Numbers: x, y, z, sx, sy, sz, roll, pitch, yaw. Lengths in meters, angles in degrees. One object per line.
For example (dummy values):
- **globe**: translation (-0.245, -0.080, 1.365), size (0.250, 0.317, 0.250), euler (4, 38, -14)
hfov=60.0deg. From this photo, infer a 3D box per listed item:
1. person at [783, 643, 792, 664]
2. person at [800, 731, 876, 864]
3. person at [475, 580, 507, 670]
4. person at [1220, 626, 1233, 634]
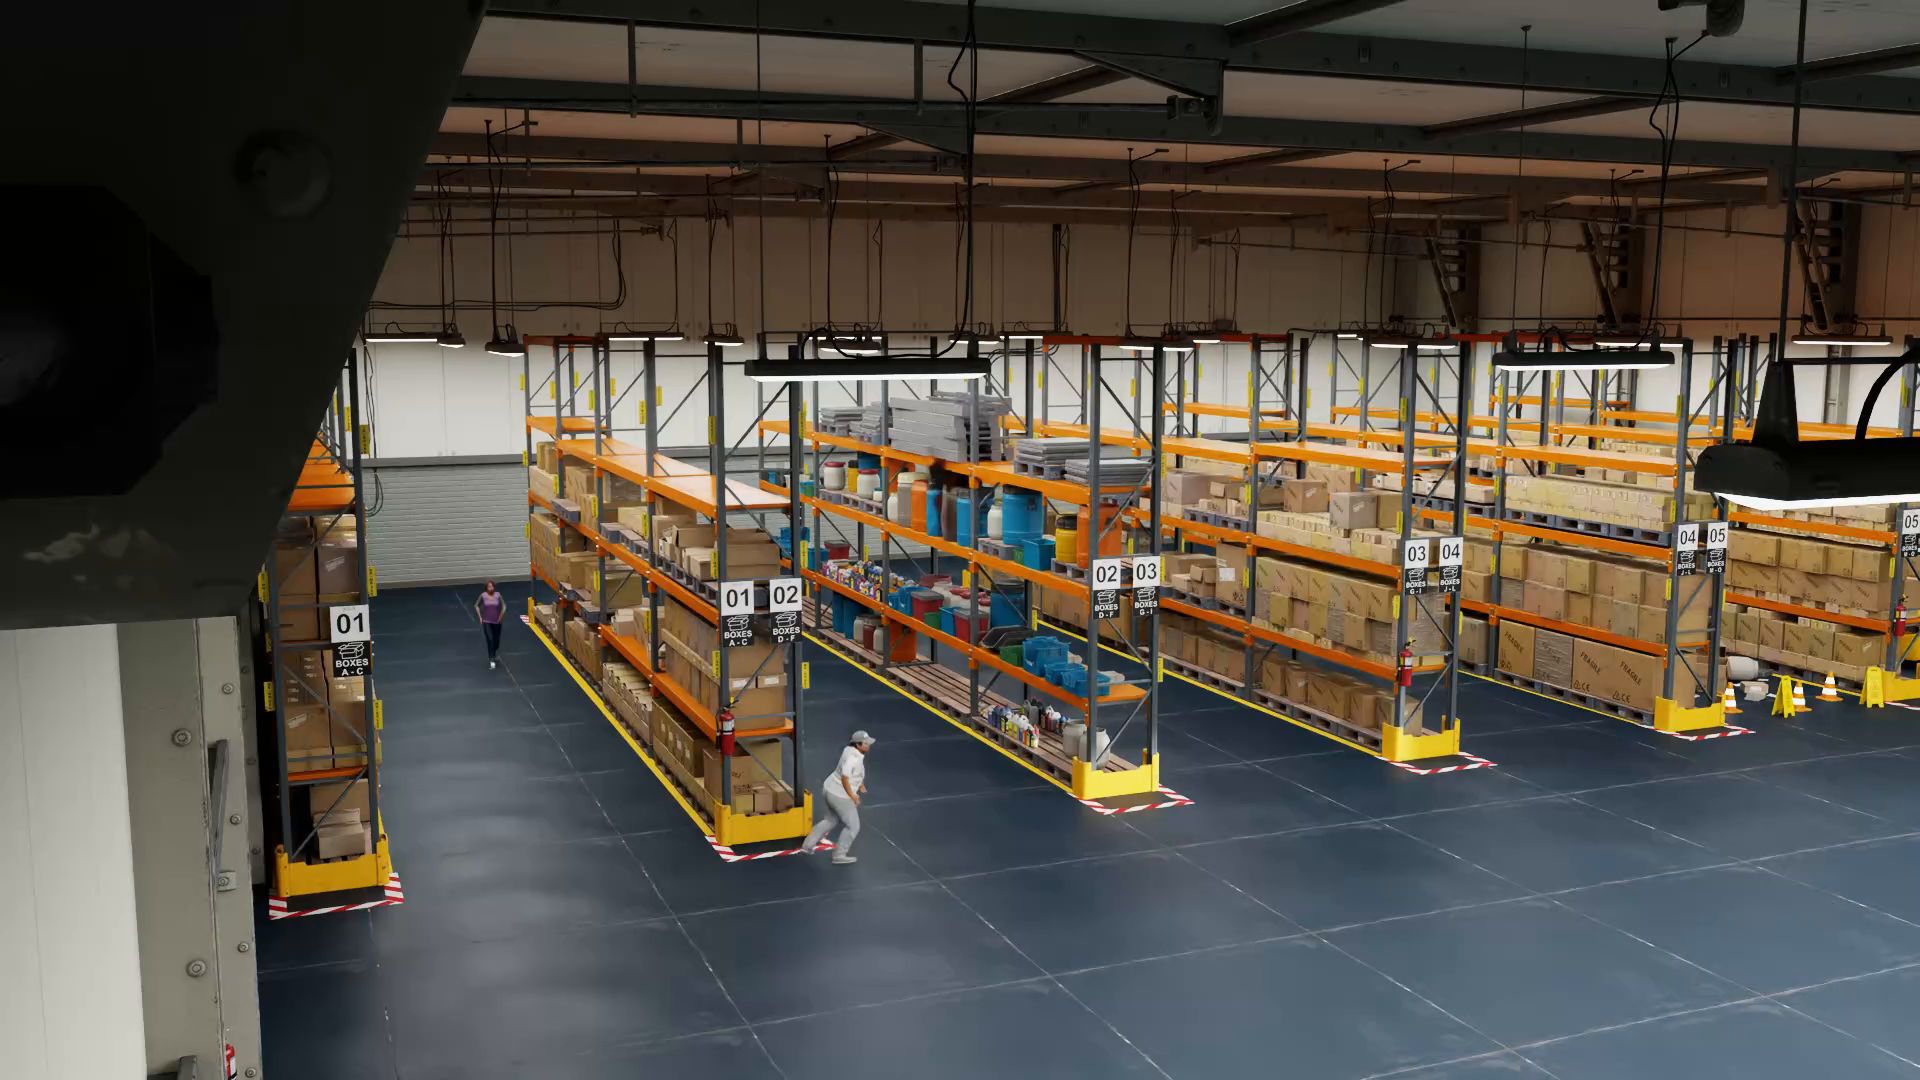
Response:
- **person**: translation (-3.228, 1.570, 30.819), size (0.536, 1.415, 0.626), euler (-4, 8, -26)
- **person**: translation (-1.427, 2.992, 19.392), size (0.863, 1.573, 0.638), euler (-2, 8, -17)
- **person**: translation (-8.573, 1.516, 30.418), size (0.556, 1.604, 0.800), euler (-3, 8, -19)
- **person**: translation (5.392, 1.295, 31.971), size (0.705, 1.695, 1.024), euler (-5, 9, -33)
